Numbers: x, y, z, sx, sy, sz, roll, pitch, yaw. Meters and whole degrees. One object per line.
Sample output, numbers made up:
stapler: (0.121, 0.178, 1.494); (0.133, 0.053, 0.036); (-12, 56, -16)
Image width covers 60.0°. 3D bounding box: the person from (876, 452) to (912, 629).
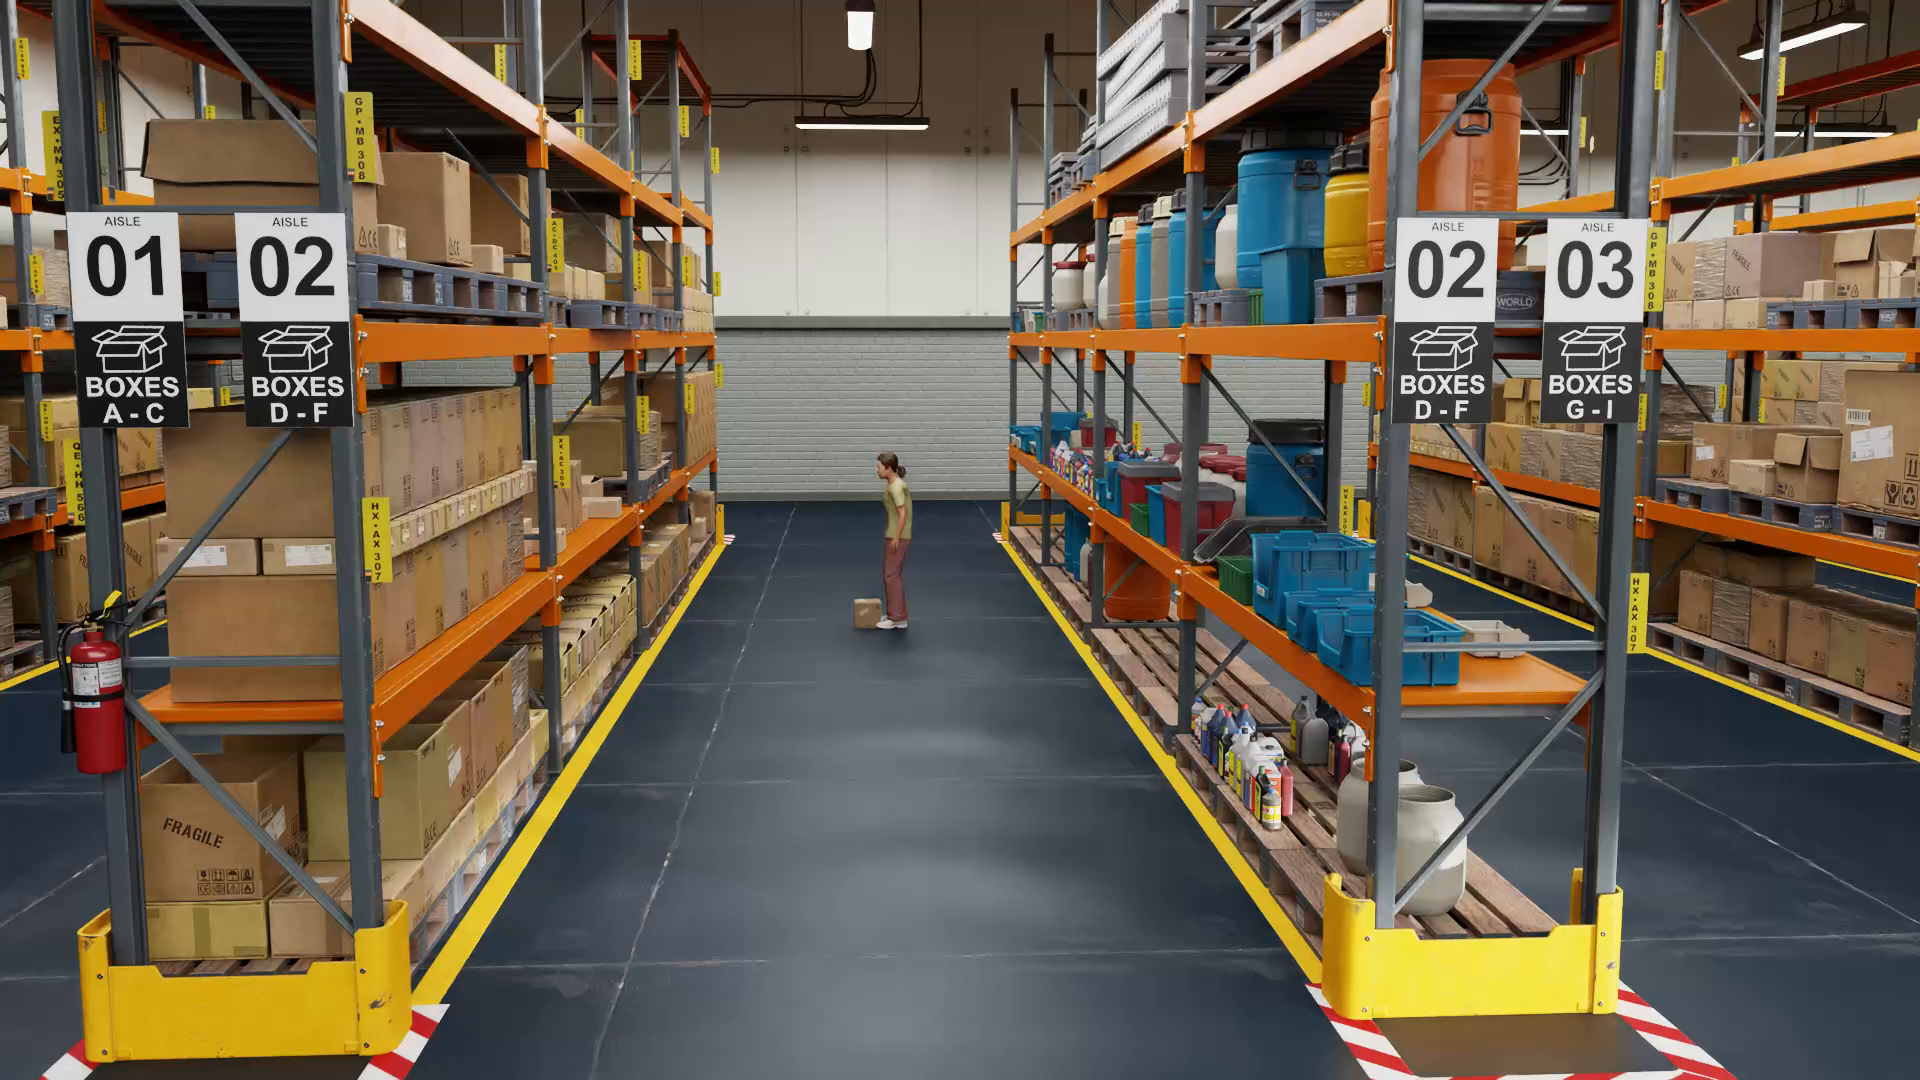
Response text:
person: (-0.633, -0.005, 15.797); (0.361, 1.672, 0.499); (-1, 7, -6)
